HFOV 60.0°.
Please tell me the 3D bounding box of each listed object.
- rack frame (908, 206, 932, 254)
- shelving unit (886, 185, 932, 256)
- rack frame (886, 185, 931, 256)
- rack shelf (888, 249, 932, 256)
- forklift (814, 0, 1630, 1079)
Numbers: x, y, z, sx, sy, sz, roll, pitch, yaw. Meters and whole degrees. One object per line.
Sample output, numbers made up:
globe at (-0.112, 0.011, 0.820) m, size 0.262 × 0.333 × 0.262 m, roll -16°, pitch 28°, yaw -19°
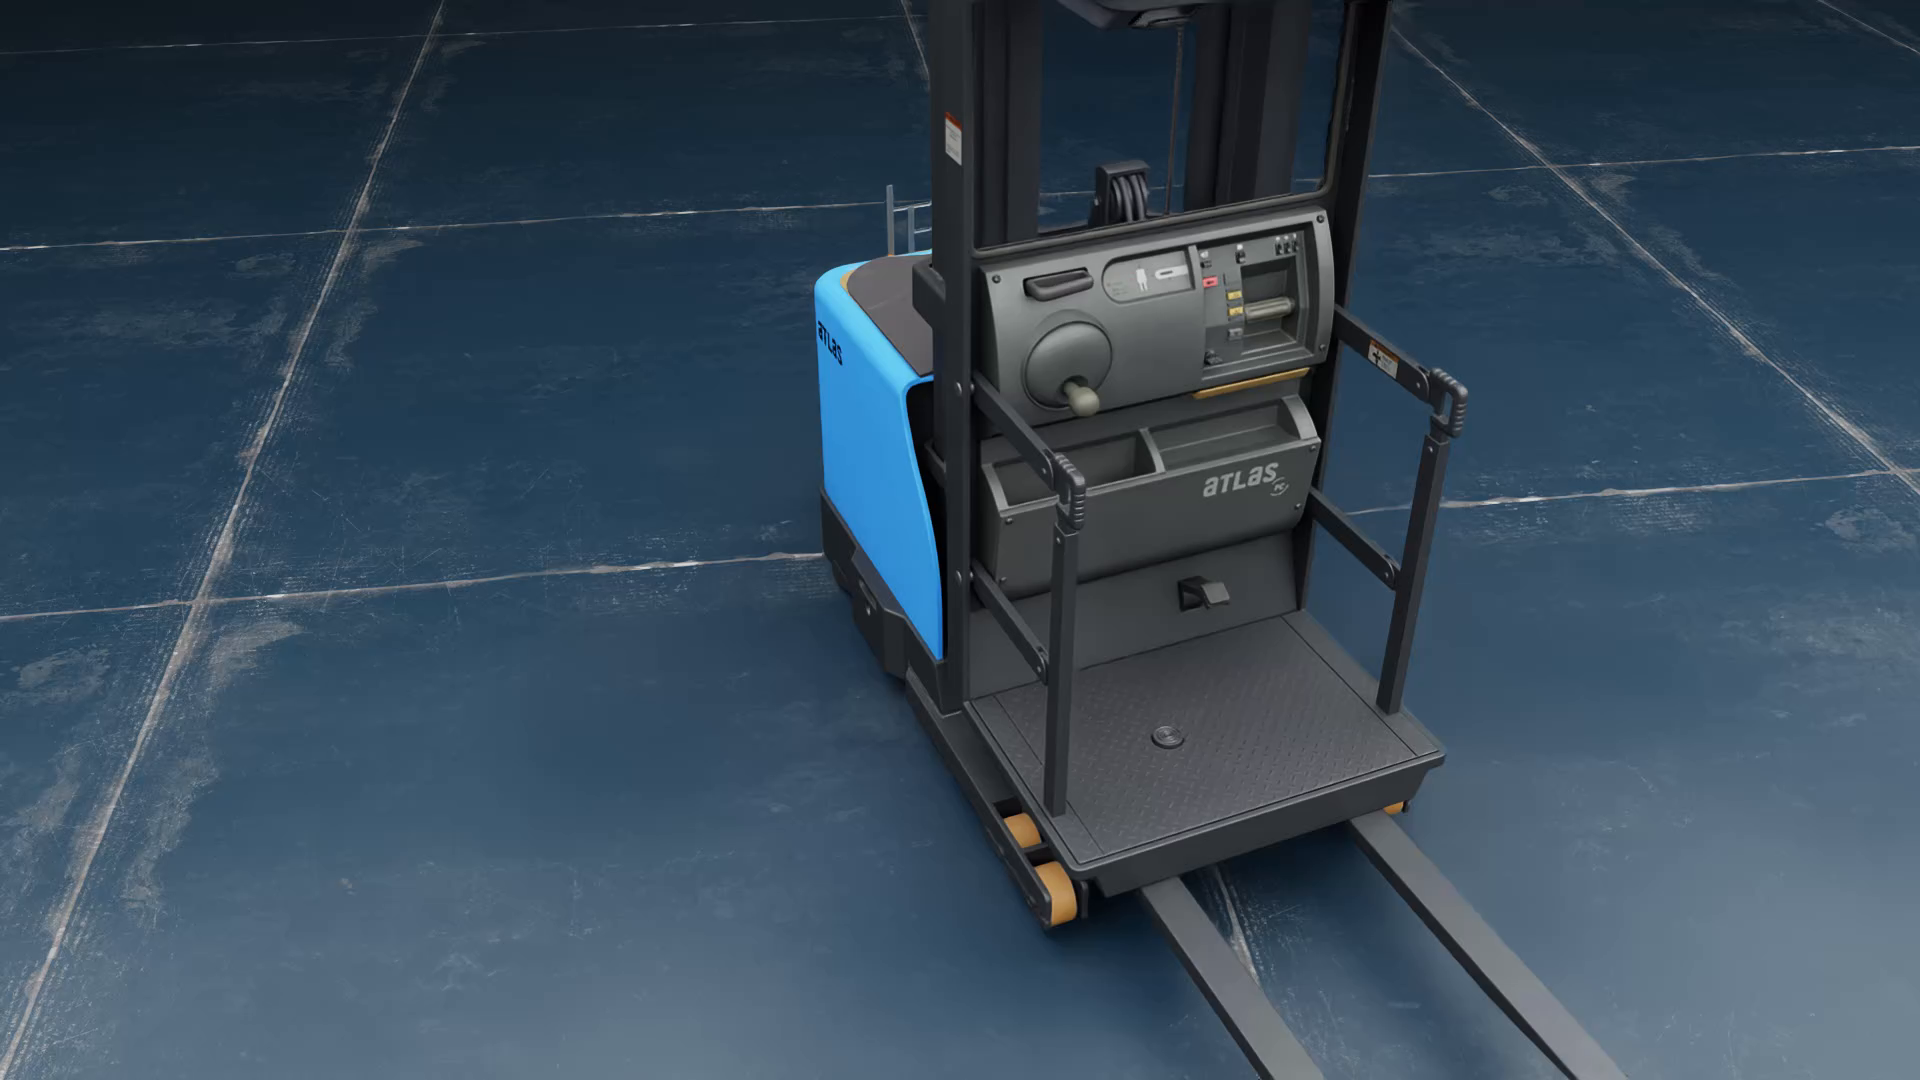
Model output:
rack frame at (-0.050, -0.556, 5.500) m, size 0.240 × 1.200 × 0.006 m, roll -13°, pitch 37°, yaw -19°
shelving unit at (-0.086, -0.603, 5.570) m, size 0.258 × 1.200 × 0.189 m, roll -13°, pitch 37°, yaw -19°
rack frame at (-0.122, -0.651, 5.639) m, size 0.240 × 1.200 × 0.006 m, roll -13°, pitch 37°, yaw -19°
rack shelf at (-0.086, -0.864, 5.392) m, size 0.258 × 0.103 × 0.180 m, roll -13°, pitch 37°, yaw -19°
forklift at (0.584, -0.491, 3.868) m, size 1.130 × 2.935 × 3.031 m, roll -13°, pitch 37°, yaw -19°
